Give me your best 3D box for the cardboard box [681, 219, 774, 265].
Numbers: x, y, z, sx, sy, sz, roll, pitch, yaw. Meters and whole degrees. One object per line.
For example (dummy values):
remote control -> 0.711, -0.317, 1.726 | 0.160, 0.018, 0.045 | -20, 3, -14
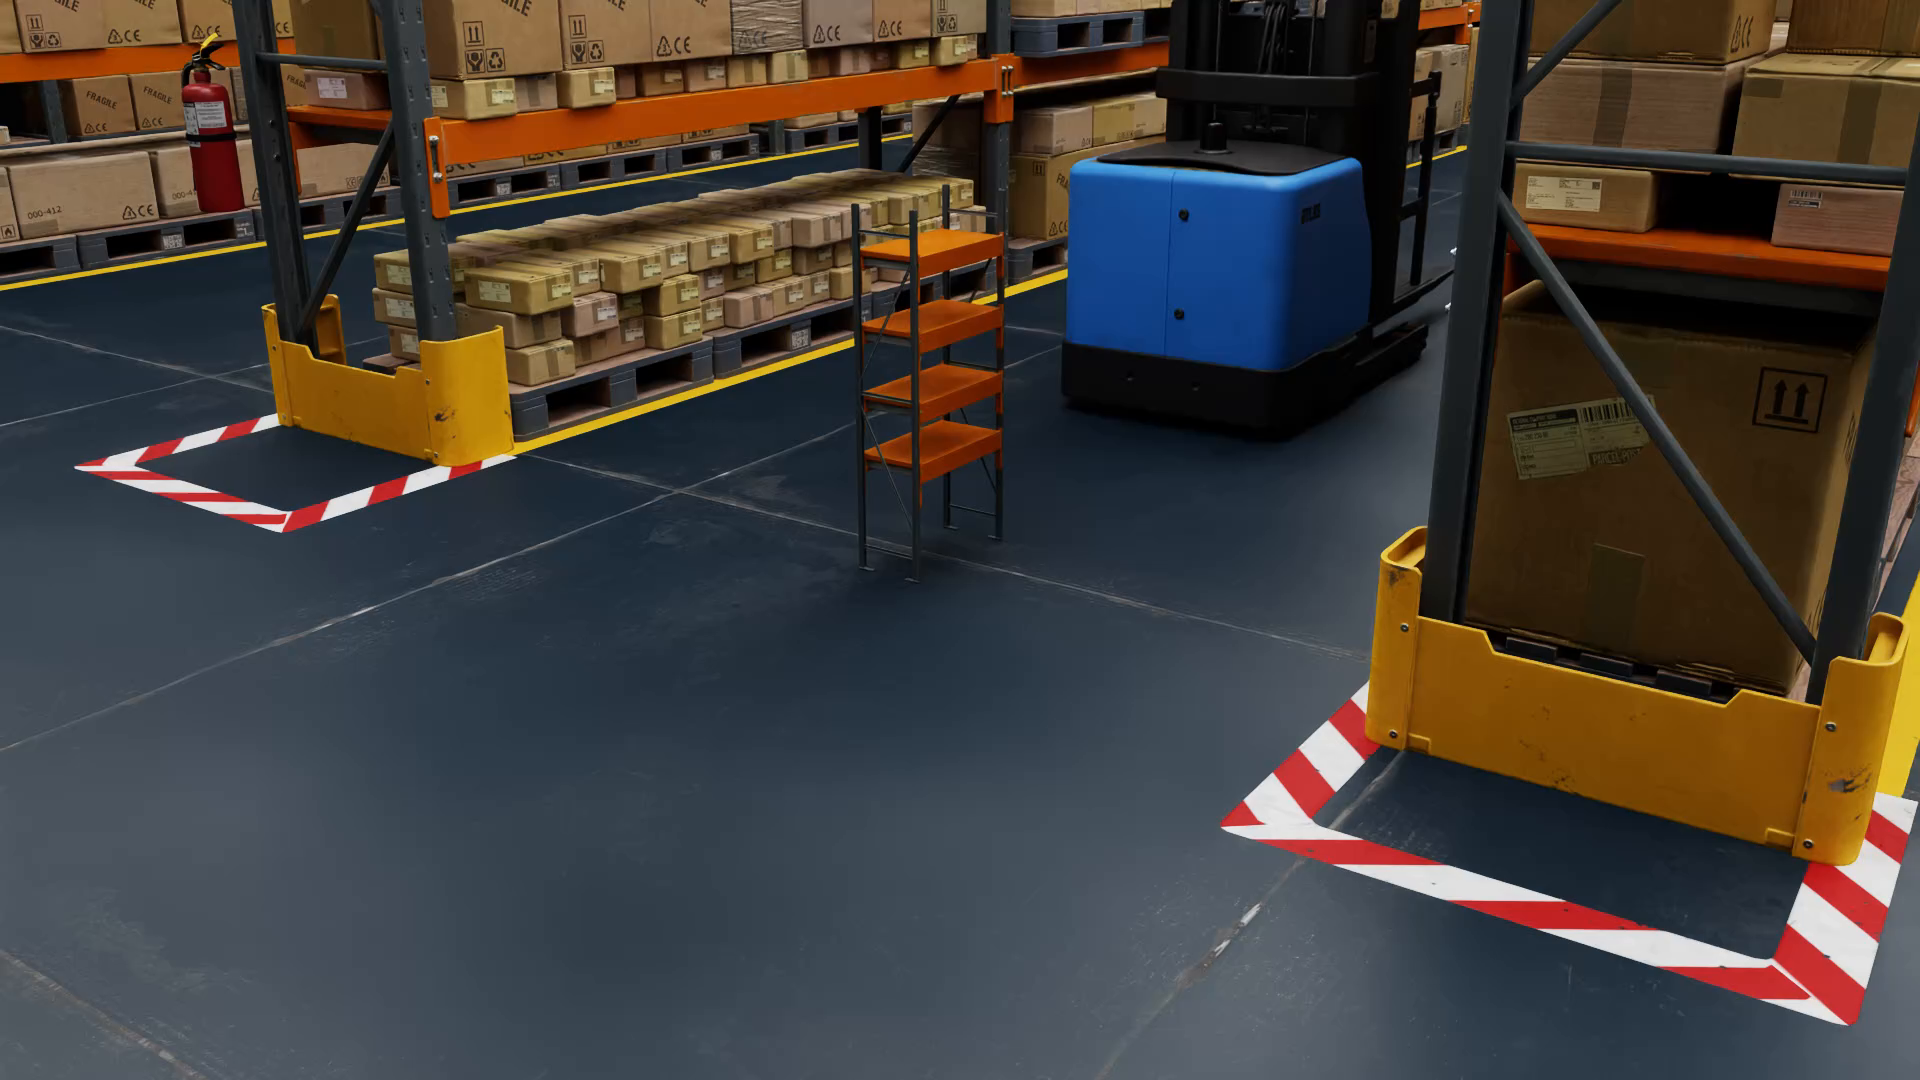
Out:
cardboard box -> -1.113, -1.430, 7.953 | 0.380, 0.149, 0.250 | 14, 24, 33

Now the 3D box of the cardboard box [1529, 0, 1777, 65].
cardboard box -> 1.690, -1.441, 4.043 | 0.500, 0.500, 0.500 | 14, 24, 32

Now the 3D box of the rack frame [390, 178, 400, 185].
rack frame -> -4.314, -3.909, 12.010 | 1.000, 3.000, 0.127 | 13, 24, 32

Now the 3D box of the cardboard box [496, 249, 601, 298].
cardboard box -> -1.781, -1.151, 7.199 | 0.380, 0.149, 0.250 | 14, 24, 33

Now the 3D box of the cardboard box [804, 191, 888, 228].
cardboard box -> -0.603, -1.746, 8.808 | 0.380, 0.149, 0.250 | 14, 25, 34

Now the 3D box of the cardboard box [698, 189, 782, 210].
cardboard box -> -1.172, -1.767, 8.866 | 0.380, 0.149, 0.250 | 14, 24, 33

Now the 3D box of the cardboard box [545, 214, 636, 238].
cardboard box -> -1.792, -1.475, 8.076 | 0.380, 0.149, 0.250 | 14, 25, 34

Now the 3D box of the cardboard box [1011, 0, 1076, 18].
cardboard box -> 0.439, -3.075, 9.512 | 0.380, 0.149, 0.250 | 12, 23, 29

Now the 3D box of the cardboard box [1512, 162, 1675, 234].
cardboard box -> 1.561, -0.877, 4.176 | 0.380, 0.149, 0.250 | 14, 24, 33

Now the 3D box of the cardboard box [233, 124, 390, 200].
cardboard box -> -4.756, -2.745, 11.951 | 0.875, 0.438, 0.875 | 13, 24, 31

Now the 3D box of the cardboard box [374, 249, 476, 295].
cardboard box -> -2.324, -1.165, 7.238 | 0.380, 0.149, 0.250 | 14, 24, 32

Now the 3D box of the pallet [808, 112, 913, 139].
pallet -> -0.938, -4.322, 17.144 | 1.003, 0.211, 1.213 | 13, 24, 32

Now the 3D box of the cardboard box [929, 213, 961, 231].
cardboard box -> -0.219, -1.740, 9.220 | 0.380, 0.149, 0.250 | 12, 23, 29

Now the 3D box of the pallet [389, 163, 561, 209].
pallet -> -3.943, -2.838, 13.132 | 1.003, 0.211, 1.213 | 13, 24, 32

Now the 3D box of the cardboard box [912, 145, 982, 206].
cardboard box -> 0.044, -2.259, 10.546 | 0.500, 0.500, 0.500 | 13, 24, 31

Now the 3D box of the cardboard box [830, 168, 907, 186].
cardboard box -> -0.528, -2.053, 9.639 | 0.380, 0.149, 0.250 | 14, 25, 34

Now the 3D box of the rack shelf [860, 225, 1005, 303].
rack shelf -> -0.093, -0.884, 5.292 | 0.258, 0.148, 0.480 | 13, 24, 32

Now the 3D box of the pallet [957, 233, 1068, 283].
pallet -> 0.273, -1.889, 10.567 | 1.003, 0.211, 1.213 | 13, 24, 32

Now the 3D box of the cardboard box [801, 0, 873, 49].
cardboard box -> -0.775, -2.674, 8.098 | 0.500, 0.500, 0.500 | 13, 24, 32

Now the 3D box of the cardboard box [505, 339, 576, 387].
cardboard box -> -1.853, -0.773, 7.035 | 0.380, 0.149, 0.250 | 14, 24, 33

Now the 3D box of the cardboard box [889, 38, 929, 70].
cardboard box -> -0.385, -2.567, 8.744 | 0.380, 0.149, 0.250 | 14, 25, 34

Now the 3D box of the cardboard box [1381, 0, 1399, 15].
cardboard box -> 3.410, -4.677, 13.942 | 0.500, 0.500, 0.500 | 13, 24, 31

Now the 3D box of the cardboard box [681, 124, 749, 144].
cardboard box -> -2.522, -4.075, 14.916 | 0.875, 0.875, 0.875 | 13, 24, 31

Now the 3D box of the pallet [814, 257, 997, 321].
pallet -> -0.512, -1.465, 9.423 | 1.003, 0.211, 1.213 | 13, 24, 32

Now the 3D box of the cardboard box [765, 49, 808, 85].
cardboard box -> -0.950, -2.265, 7.926 | 0.380, 0.149, 0.250 | 14, 24, 33

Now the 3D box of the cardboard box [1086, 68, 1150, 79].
cardboard box -> 1.672, -5.049, 17.602 | 0.500, 0.500, 0.500 | 13, 24, 32

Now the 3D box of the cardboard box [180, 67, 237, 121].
cardboard box -> -7.388, -4.293, 16.044 | 0.500, 0.500, 0.500 | 12, 24, 30

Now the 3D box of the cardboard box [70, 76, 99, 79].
cardboard box -> -7.999, -4.256, 15.010 | 0.380, 0.149, 0.250 | 15, 25, 34

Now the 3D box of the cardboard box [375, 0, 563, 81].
cardboard box -> -1.931, -2.087, 6.509 | 0.500, 0.500, 0.500 | 15, 25, 34

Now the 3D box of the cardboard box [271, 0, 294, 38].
cardboard box -> -4.648, -3.625, 11.096 | 0.500, 0.500, 0.500 | 13, 24, 31

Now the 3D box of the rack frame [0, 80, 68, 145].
rack frame -> -8.421, -4.876, 14.624 | 1.000, 3.000, 0.127 | 13, 24, 32

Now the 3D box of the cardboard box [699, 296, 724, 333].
cardboard box -> -1.340, -1.080, 7.866 | 0.380, 0.149, 0.250 | 13, 24, 32

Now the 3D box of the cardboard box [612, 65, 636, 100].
cardboard box -> -1.622, -1.985, 7.171 | 0.380, 0.149, 0.250 | 15, 25, 34

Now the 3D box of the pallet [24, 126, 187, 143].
pallet -> -7.995, -3.809, 15.759 | 1.003, 0.211, 1.213 | 13, 24, 32

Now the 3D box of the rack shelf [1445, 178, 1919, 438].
rack shelf -> 2.758, -1.065, 5.358 | 1.077, 0.370, 4.000 | 13, 24, 32

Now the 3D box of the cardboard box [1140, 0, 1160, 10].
cardboard box -> 1.018, -3.372, 10.314 | 0.380, 0.149, 0.250 | 12, 23, 29

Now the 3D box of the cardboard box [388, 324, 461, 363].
cardboard box -> -2.288, -0.877, 7.316 | 0.380, 0.149, 0.250 | 14, 24, 33

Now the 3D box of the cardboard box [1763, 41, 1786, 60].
cardboard box -> 1.972, -1.234, 4.566 | 0.500, 0.250, 0.500 | 13, 24, 31

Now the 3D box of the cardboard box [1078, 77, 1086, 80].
cardboard box -> 1.325, -5.537, 19.768 | 0.500, 0.250, 0.500 | 13, 24, 31

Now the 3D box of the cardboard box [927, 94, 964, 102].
cardboard box -> -0.511, -4.811, 17.631 | 0.950, 0.372, 0.625 | 15, 25, 35

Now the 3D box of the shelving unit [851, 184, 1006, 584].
shelving unit -> -0.093, -0.515, 5.428 | 0.258, 1.200, 0.503 | 13, 24, 32

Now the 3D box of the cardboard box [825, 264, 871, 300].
cardboard box -> -0.684, -1.357, 8.613 | 0.380, 0.149, 0.250 | 13, 24, 32

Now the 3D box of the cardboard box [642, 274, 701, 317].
cardboard box -> -1.406, -1.132, 7.578 | 0.380, 0.149, 0.250 | 14, 25, 33

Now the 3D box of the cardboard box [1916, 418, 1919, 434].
cardboard box -> 3.445, -1.003, 6.611 | 0.875, 0.875, 0.875 | 13, 24, 32

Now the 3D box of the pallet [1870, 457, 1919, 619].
pallet -> 2.705, -0.114, 5.770 | 1.003, 0.211, 1.213 | 13, 24, 32

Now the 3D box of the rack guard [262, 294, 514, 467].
rack guard -> -2.369, -0.675, 6.868 | 1.175, 0.500, 0.348 | 13, 24, 32

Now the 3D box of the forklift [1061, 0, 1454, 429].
forklift -> 1.652, -2.290, 7.731 | 1.130, 2.935, 3.031 | 12, 24, 30

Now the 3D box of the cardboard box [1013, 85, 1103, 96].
cardboard box -> 0.632, -2.912, 11.229 | 0.500, 0.250, 0.500 | 12, 23, 29

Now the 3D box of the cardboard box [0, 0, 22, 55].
cardboard box -> -5.794, -3.041, 9.518 | 0.500, 0.500, 0.500 | 13, 24, 31

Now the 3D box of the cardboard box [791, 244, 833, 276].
cardboard box -> -0.872, -1.457, 8.455 | 0.380, 0.149, 0.250 | 12, 23, 29

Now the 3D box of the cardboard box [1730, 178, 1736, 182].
cardboard box -> 2.134, -1.171, 4.969 | 0.380, 0.149, 0.250 | 13, 24, 31

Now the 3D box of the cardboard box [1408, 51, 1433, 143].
cardboard box -> 3.514, -3.938, 14.726 | 1.050, 0.750, 0.750 | 13, 24, 32

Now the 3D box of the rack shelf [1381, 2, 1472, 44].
rack shelf -> 3.210, -4.357, 14.257 | 1.077, 0.370, 4.000 | 13, 24, 32

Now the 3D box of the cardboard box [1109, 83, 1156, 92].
cardboard box -> 1.344, -2.960, 11.360 | 0.500, 0.250, 0.500 | 14, 24, 33
